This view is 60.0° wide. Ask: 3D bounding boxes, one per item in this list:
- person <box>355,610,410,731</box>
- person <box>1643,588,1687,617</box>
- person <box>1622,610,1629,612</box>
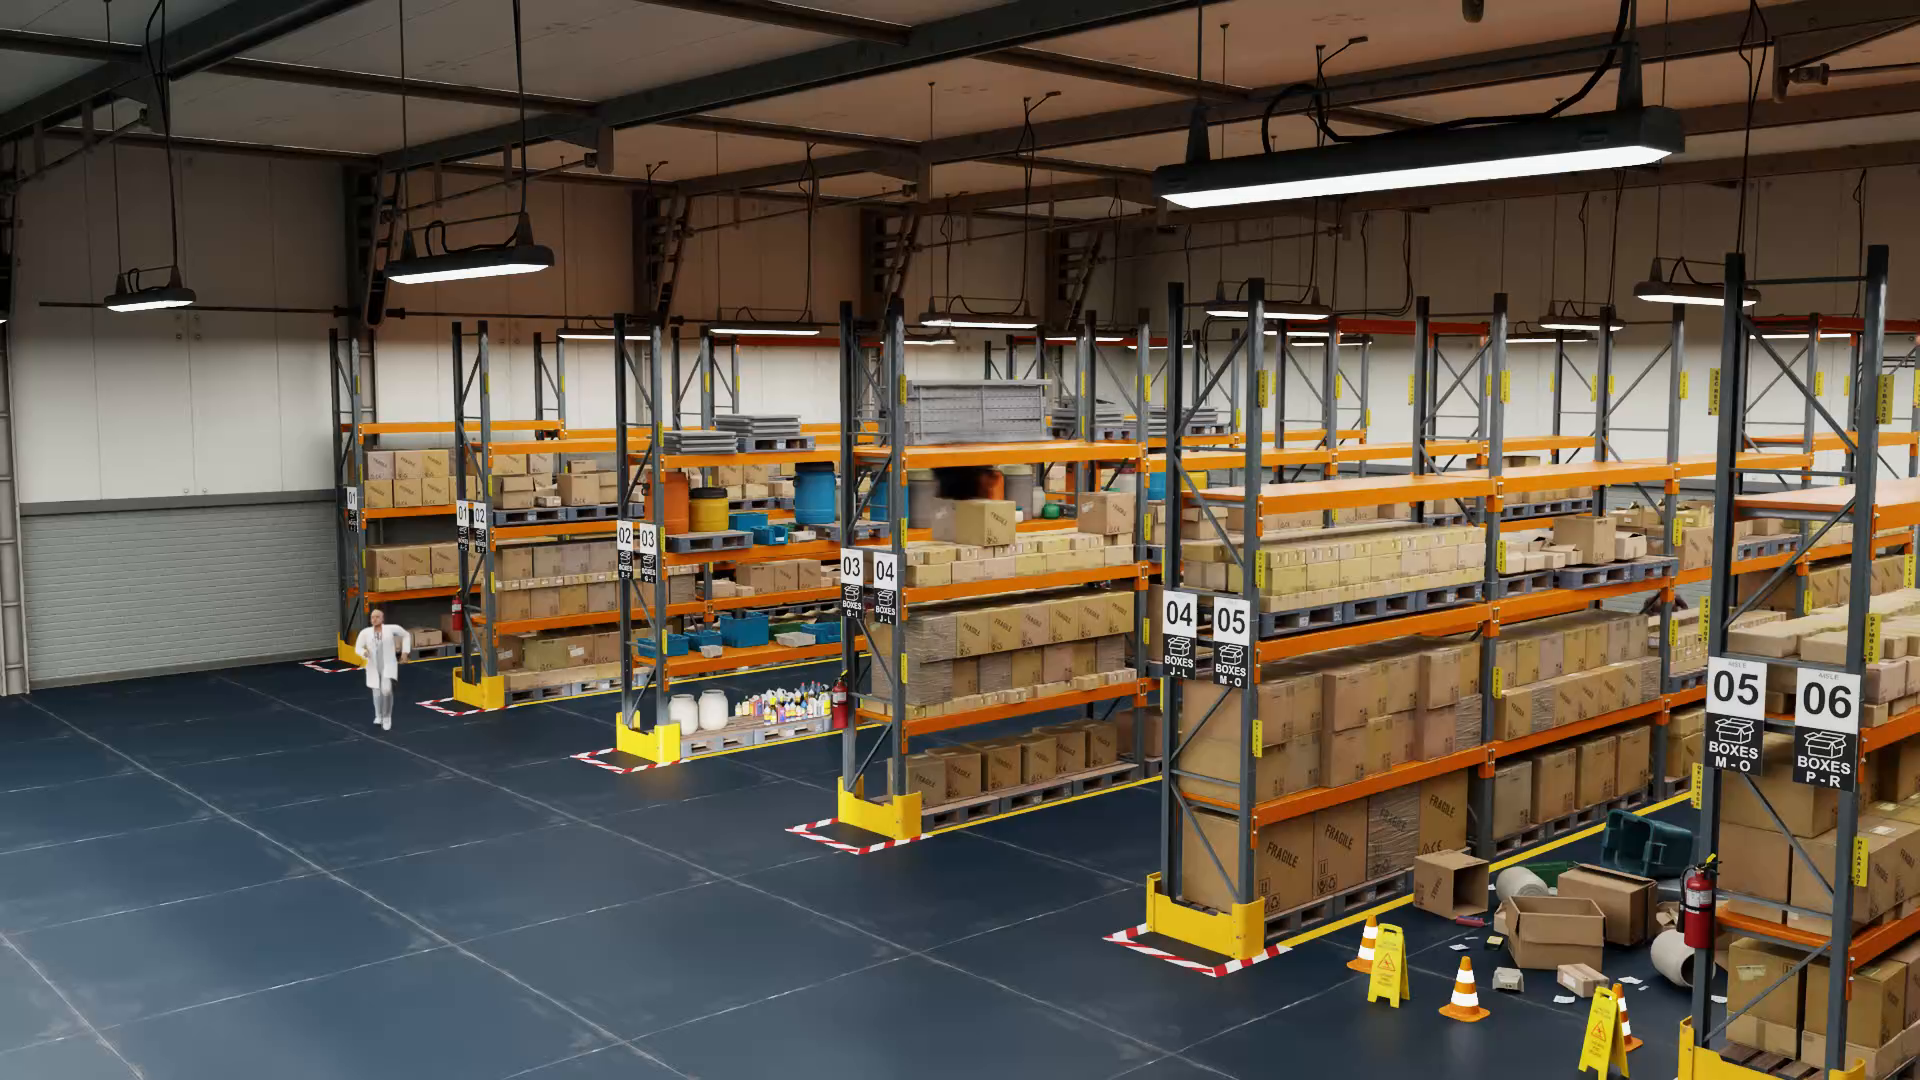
[{"bbox_3d":[-8.413,1.887,24.244,0.730,1.770,0.933,-1,6,-7],"label":"person"},{"bbox_3d":[12.027,1.542,28.230,0.856,1.698,0.736,2,6,20],"label":"person"},{"bbox_3d":[9.504,1.924,23.803,0.704,1.850,0.796,5,8,43],"label":"person"}]
